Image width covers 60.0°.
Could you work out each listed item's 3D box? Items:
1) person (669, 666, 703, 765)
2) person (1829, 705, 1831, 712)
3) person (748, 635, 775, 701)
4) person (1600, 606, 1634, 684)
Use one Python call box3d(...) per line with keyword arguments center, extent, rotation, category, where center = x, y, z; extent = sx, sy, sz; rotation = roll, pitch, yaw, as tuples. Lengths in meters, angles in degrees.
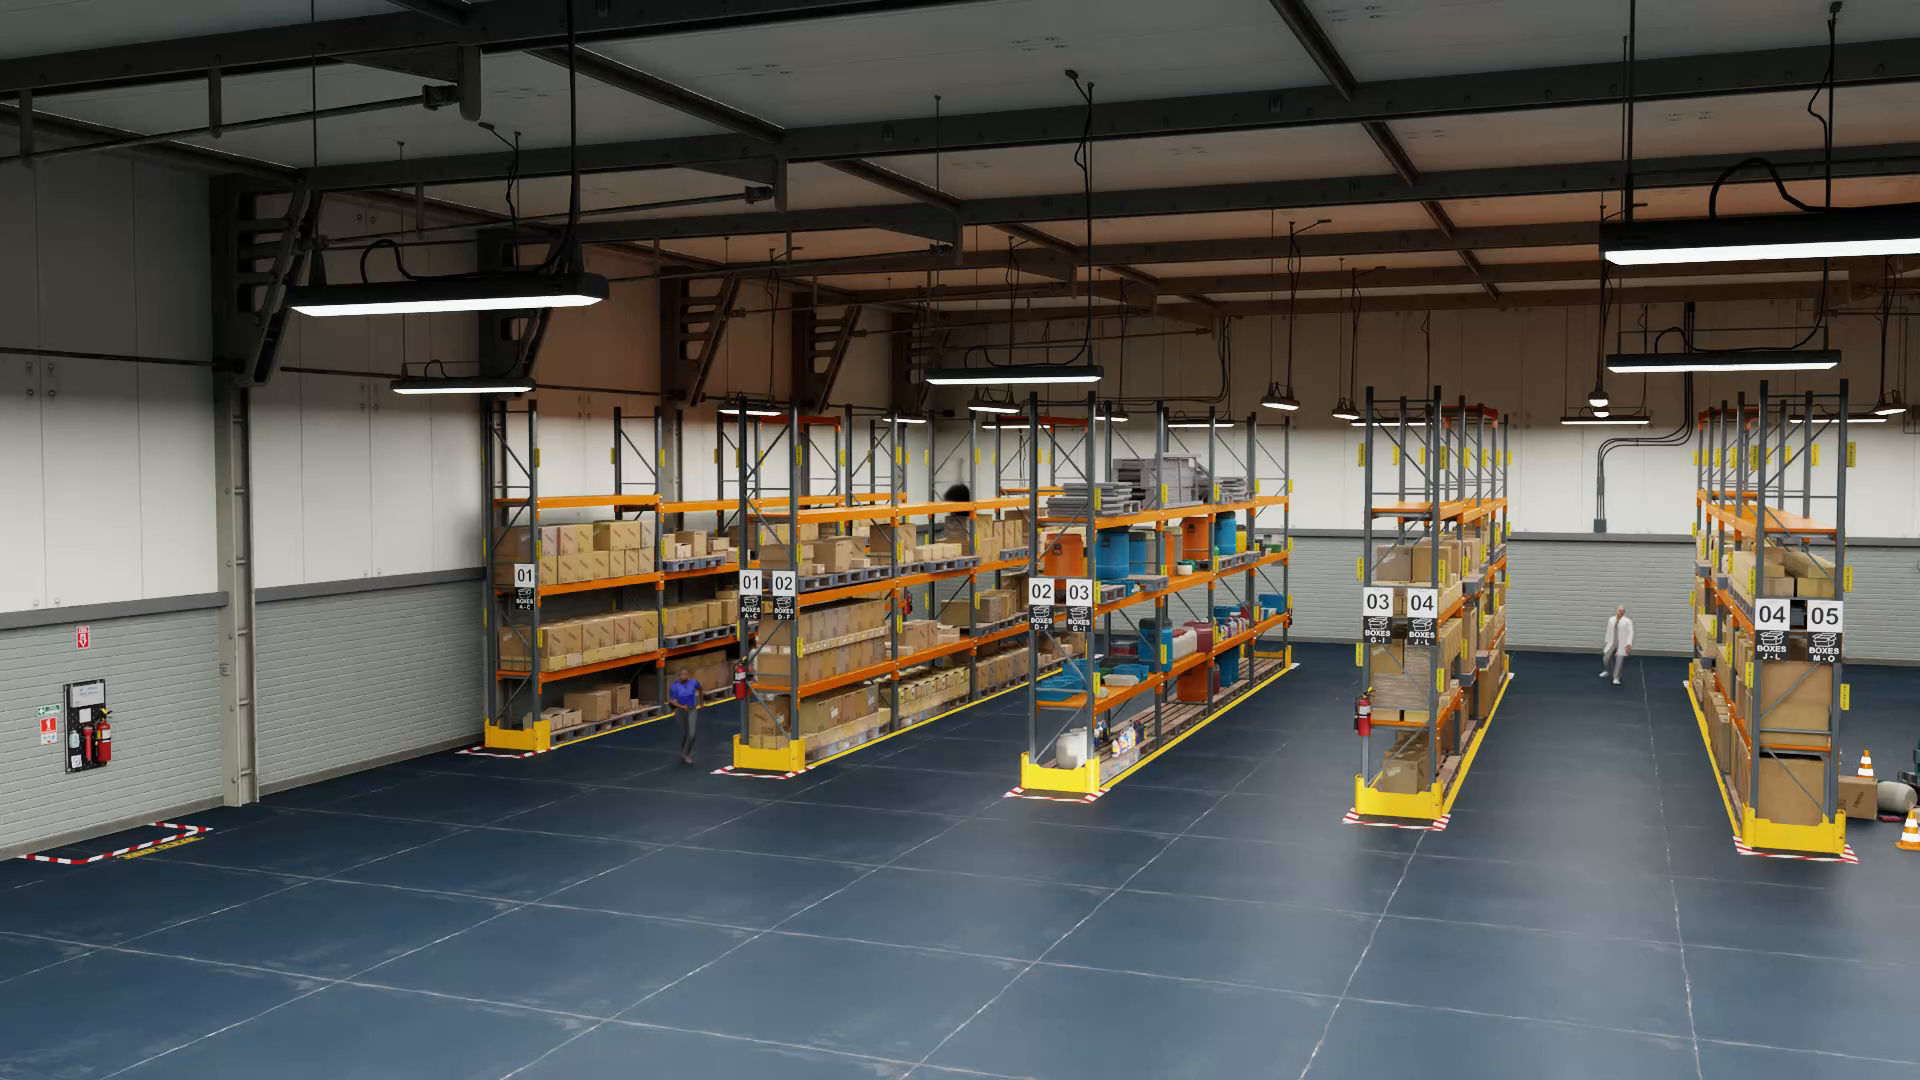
box3d(center=(-4.493, 2.862, 27.301), extent=(0.542, 1.637, 0.764), rotation=(0, 3, -7), category="person")
box3d(center=(16.993, 2.514, 32.682), extent=(0.633, 1.724, 0.963), rotation=(1, 3, 16), category="person")
box3d(center=(-3.623, 2.609, 30.818), extent=(0.689, 1.763, 0.934), rotation=(0, 3, 2), category="person")
box3d(center=(14.561, 2.308, 36.852), extent=(0.811, 1.738, 0.615), rotation=(3, 4, 44), category="person")
